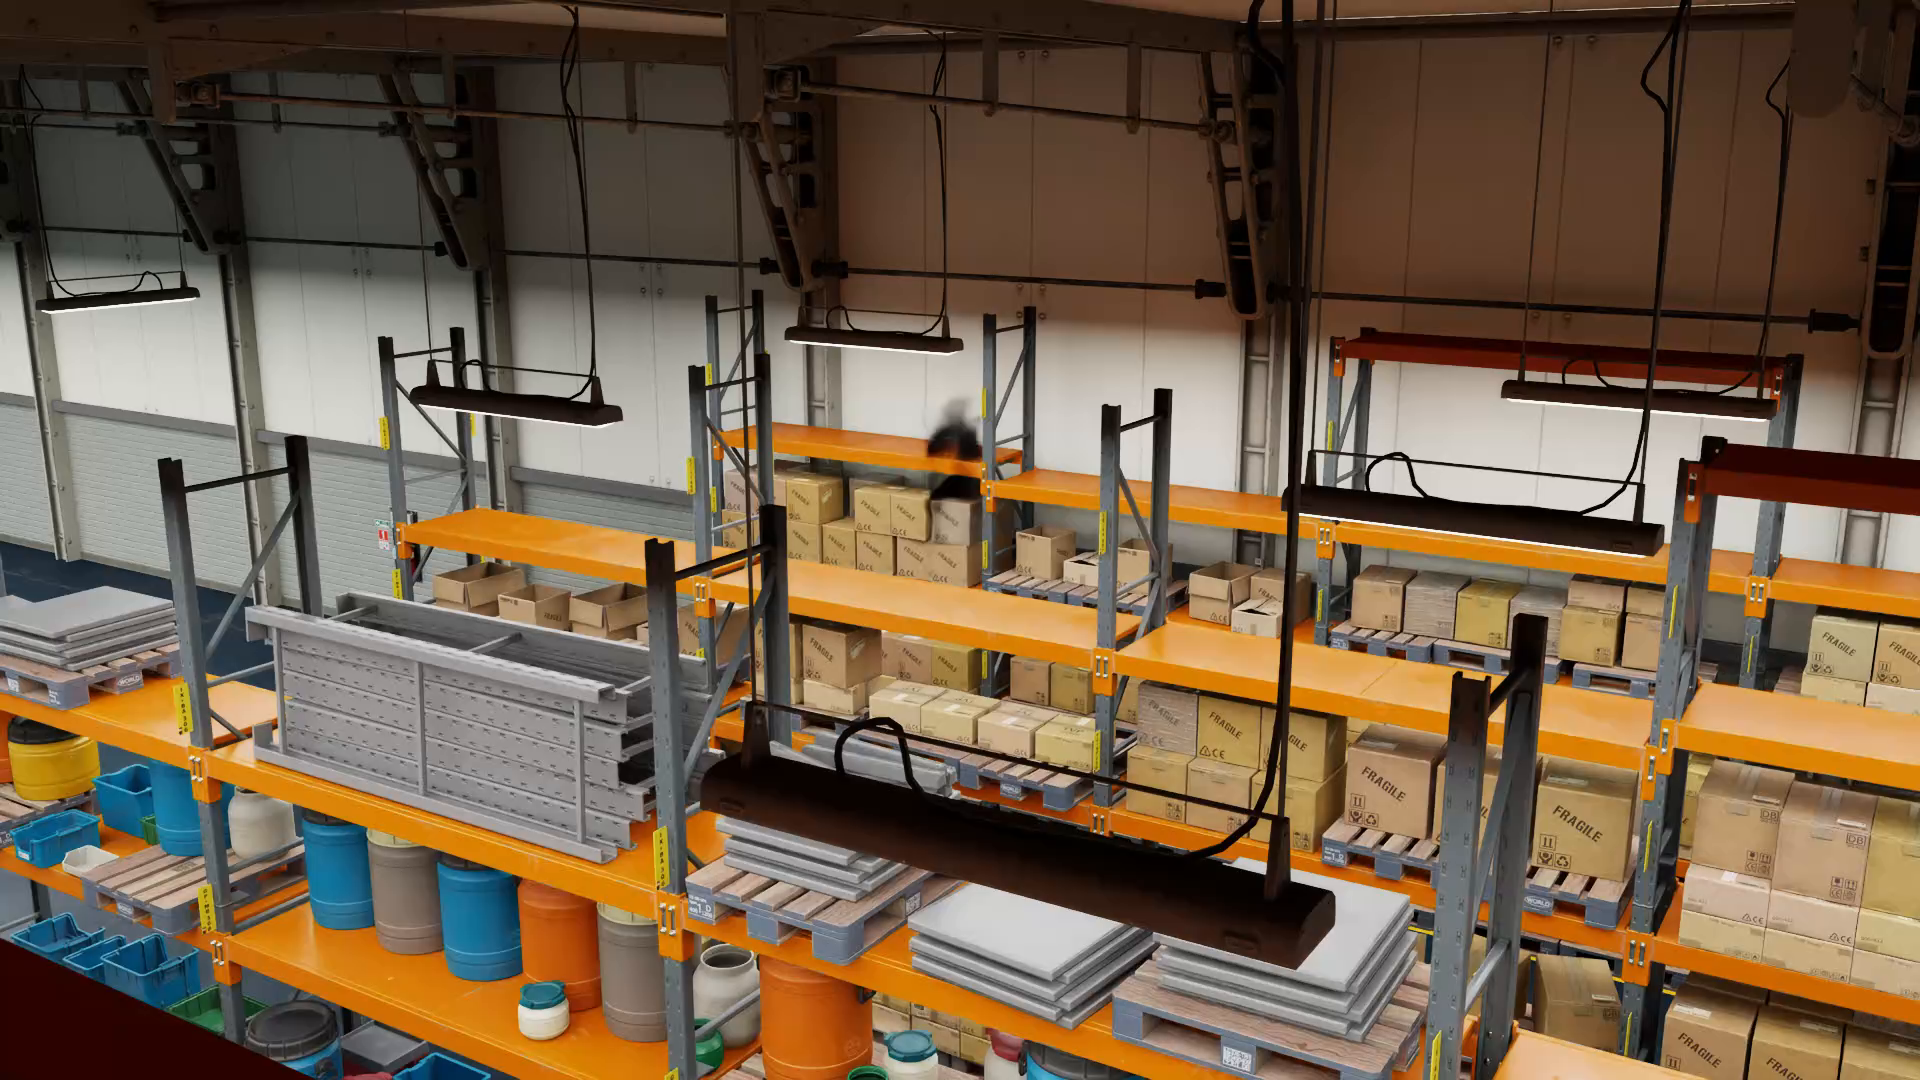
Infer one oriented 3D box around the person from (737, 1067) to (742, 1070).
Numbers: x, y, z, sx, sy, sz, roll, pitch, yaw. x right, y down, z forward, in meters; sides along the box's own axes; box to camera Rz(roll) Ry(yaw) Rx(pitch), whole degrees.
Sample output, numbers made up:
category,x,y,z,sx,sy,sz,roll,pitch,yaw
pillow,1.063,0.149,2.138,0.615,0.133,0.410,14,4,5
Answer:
category,x,y,z,sx,sy,sz,roll,pitch,yaw
person,-1.498,4.437,11.761,0.826,1.716,0.552,9,16,31
